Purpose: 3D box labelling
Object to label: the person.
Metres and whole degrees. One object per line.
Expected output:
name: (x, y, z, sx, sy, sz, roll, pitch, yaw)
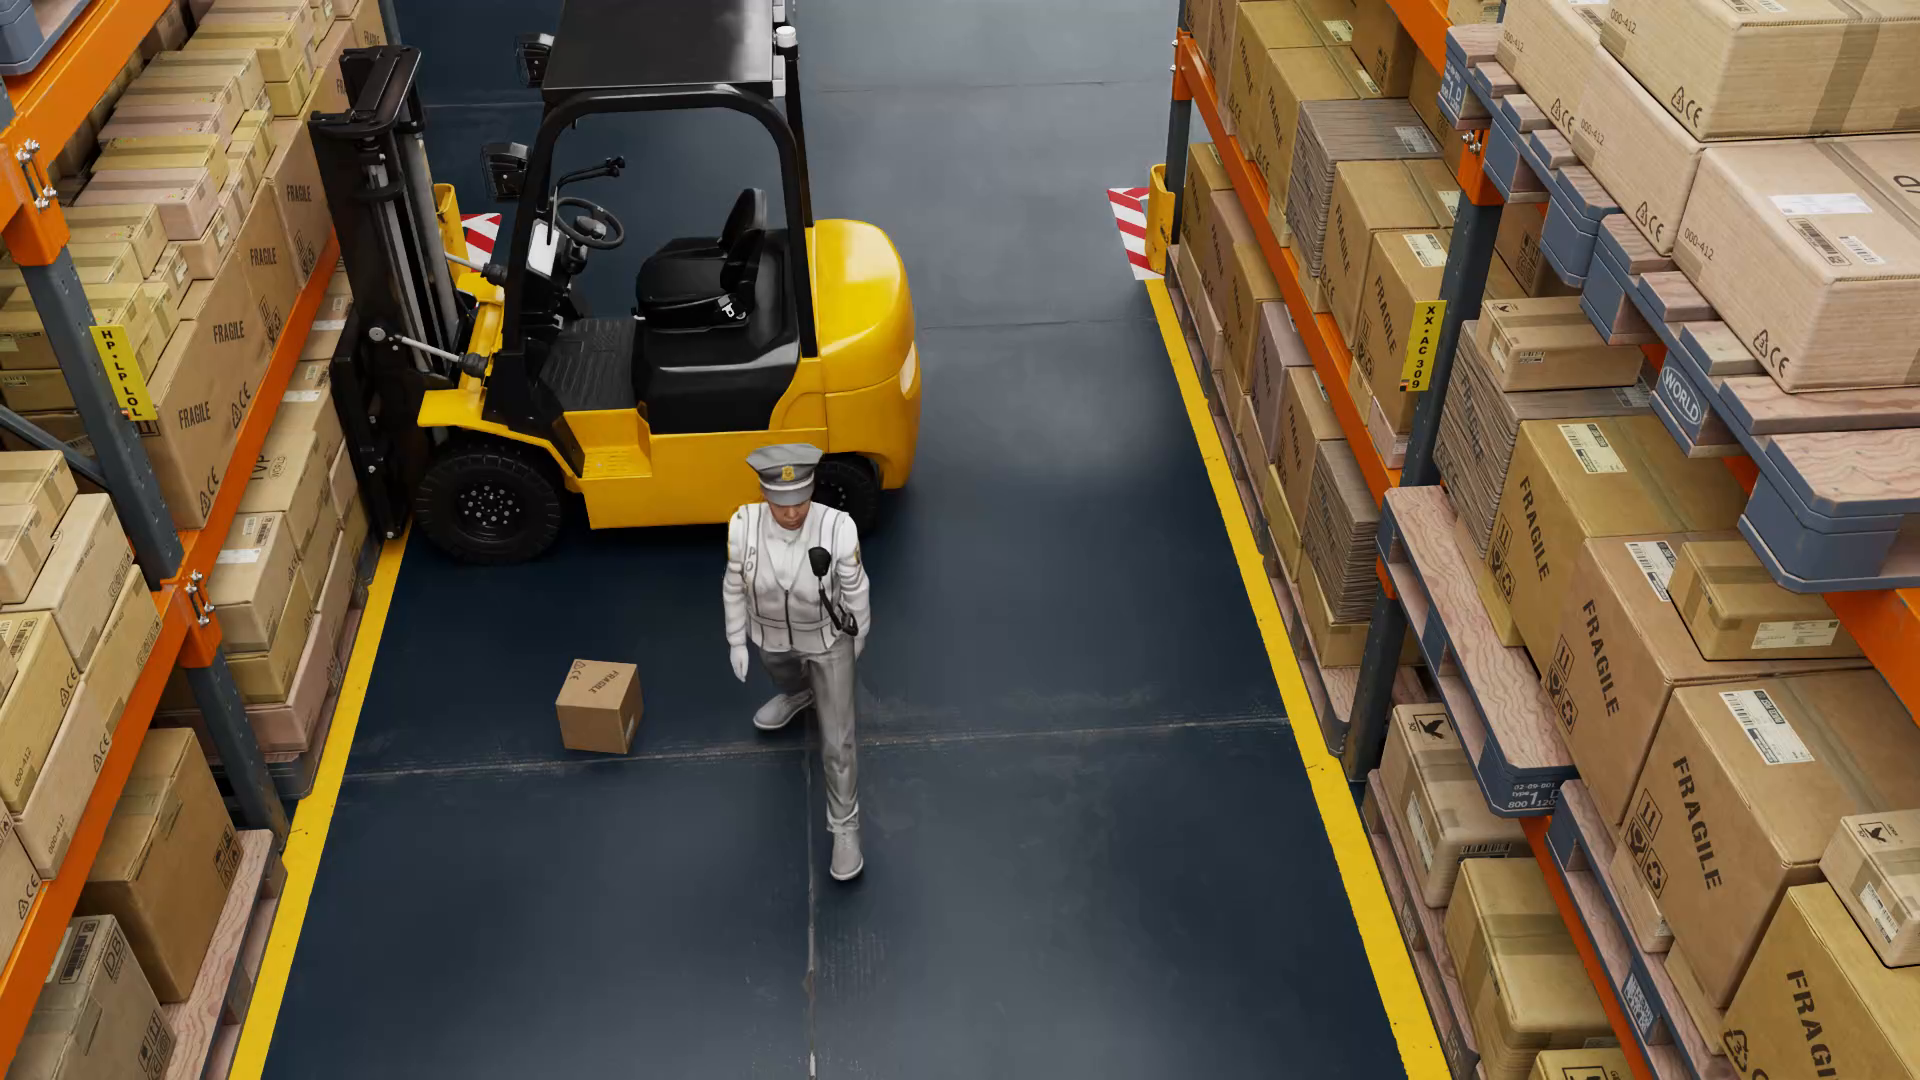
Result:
person: (-0.568, 0.305, 5.766, 0.554, 1.648, 0.916, 5, 40, 6)
